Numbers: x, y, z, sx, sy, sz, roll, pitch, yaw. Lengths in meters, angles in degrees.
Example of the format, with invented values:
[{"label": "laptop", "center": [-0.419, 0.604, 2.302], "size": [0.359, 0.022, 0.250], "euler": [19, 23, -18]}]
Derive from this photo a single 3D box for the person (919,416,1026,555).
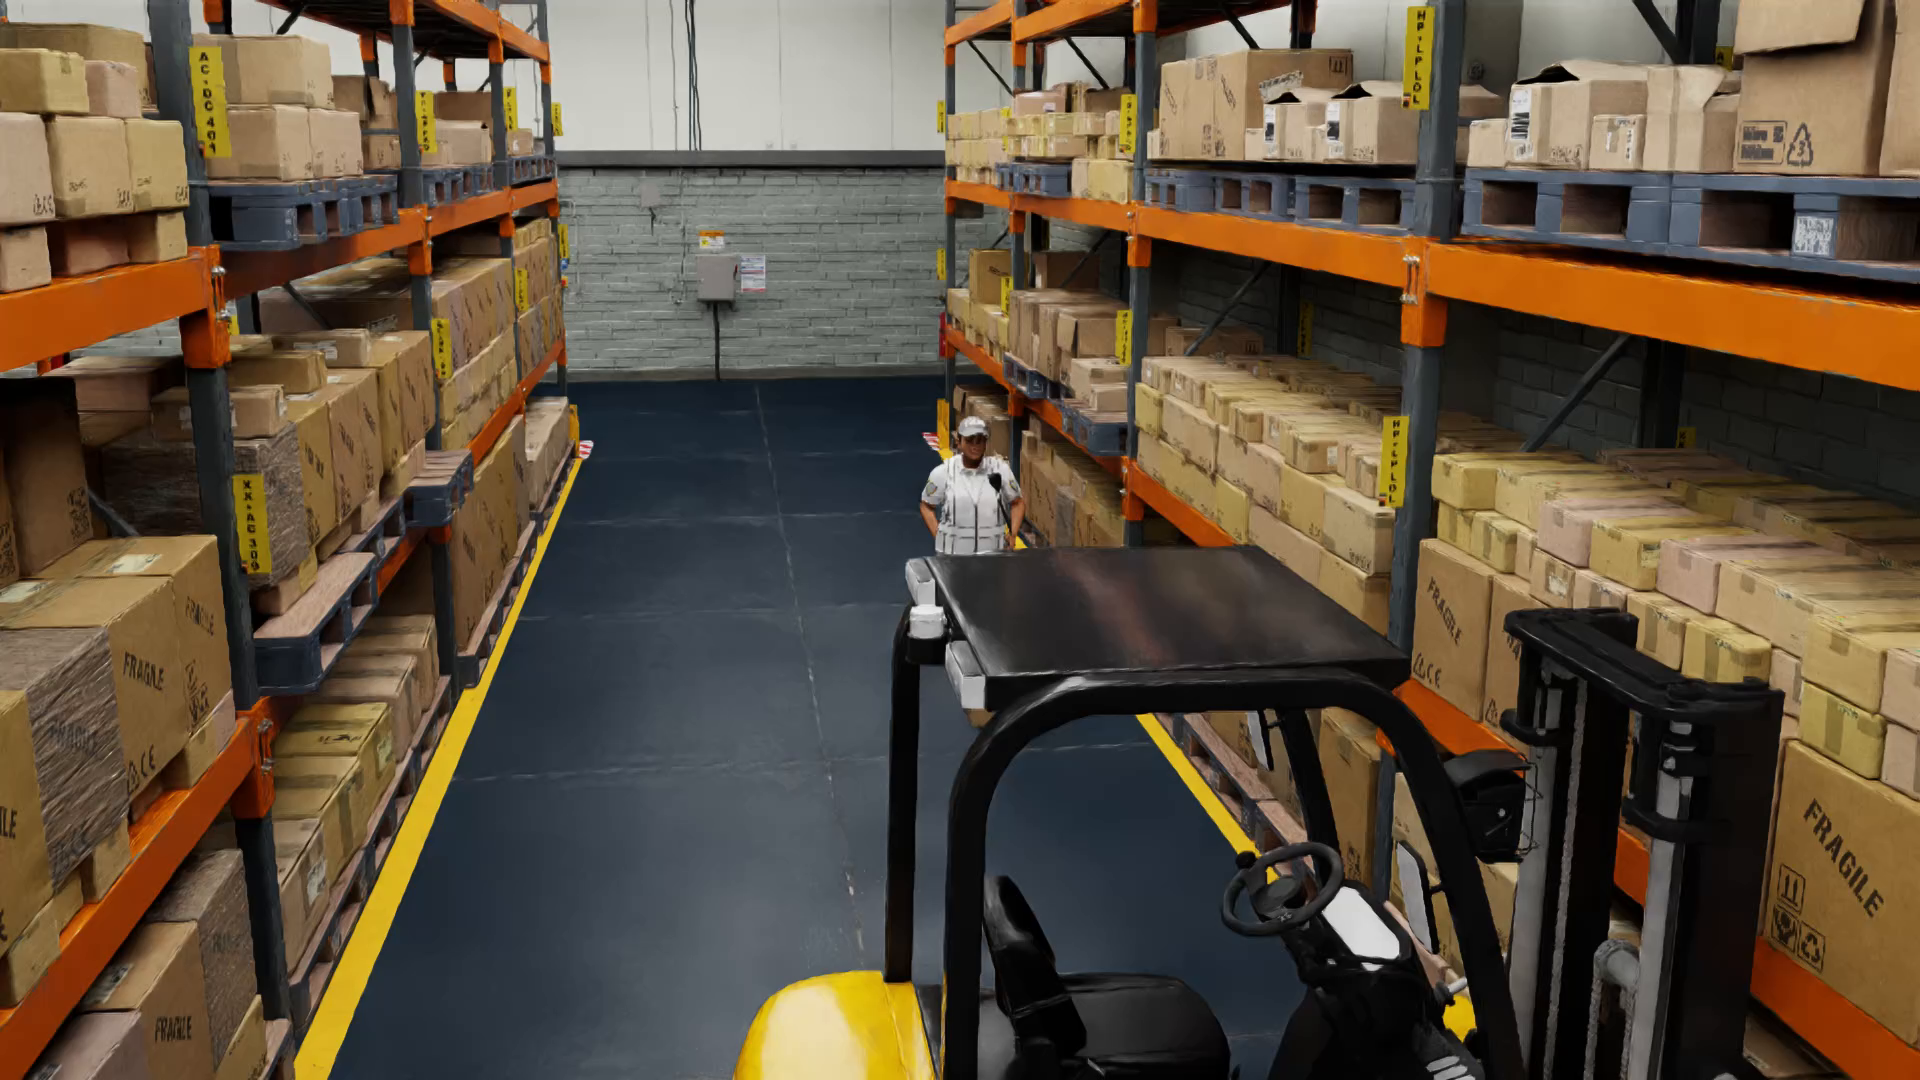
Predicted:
[{"label": "person", "center": [0.079, 0.086, 9.677], "size": [0.622, 1.631, 0.583], "euler": [-1, 13, -5]}]
